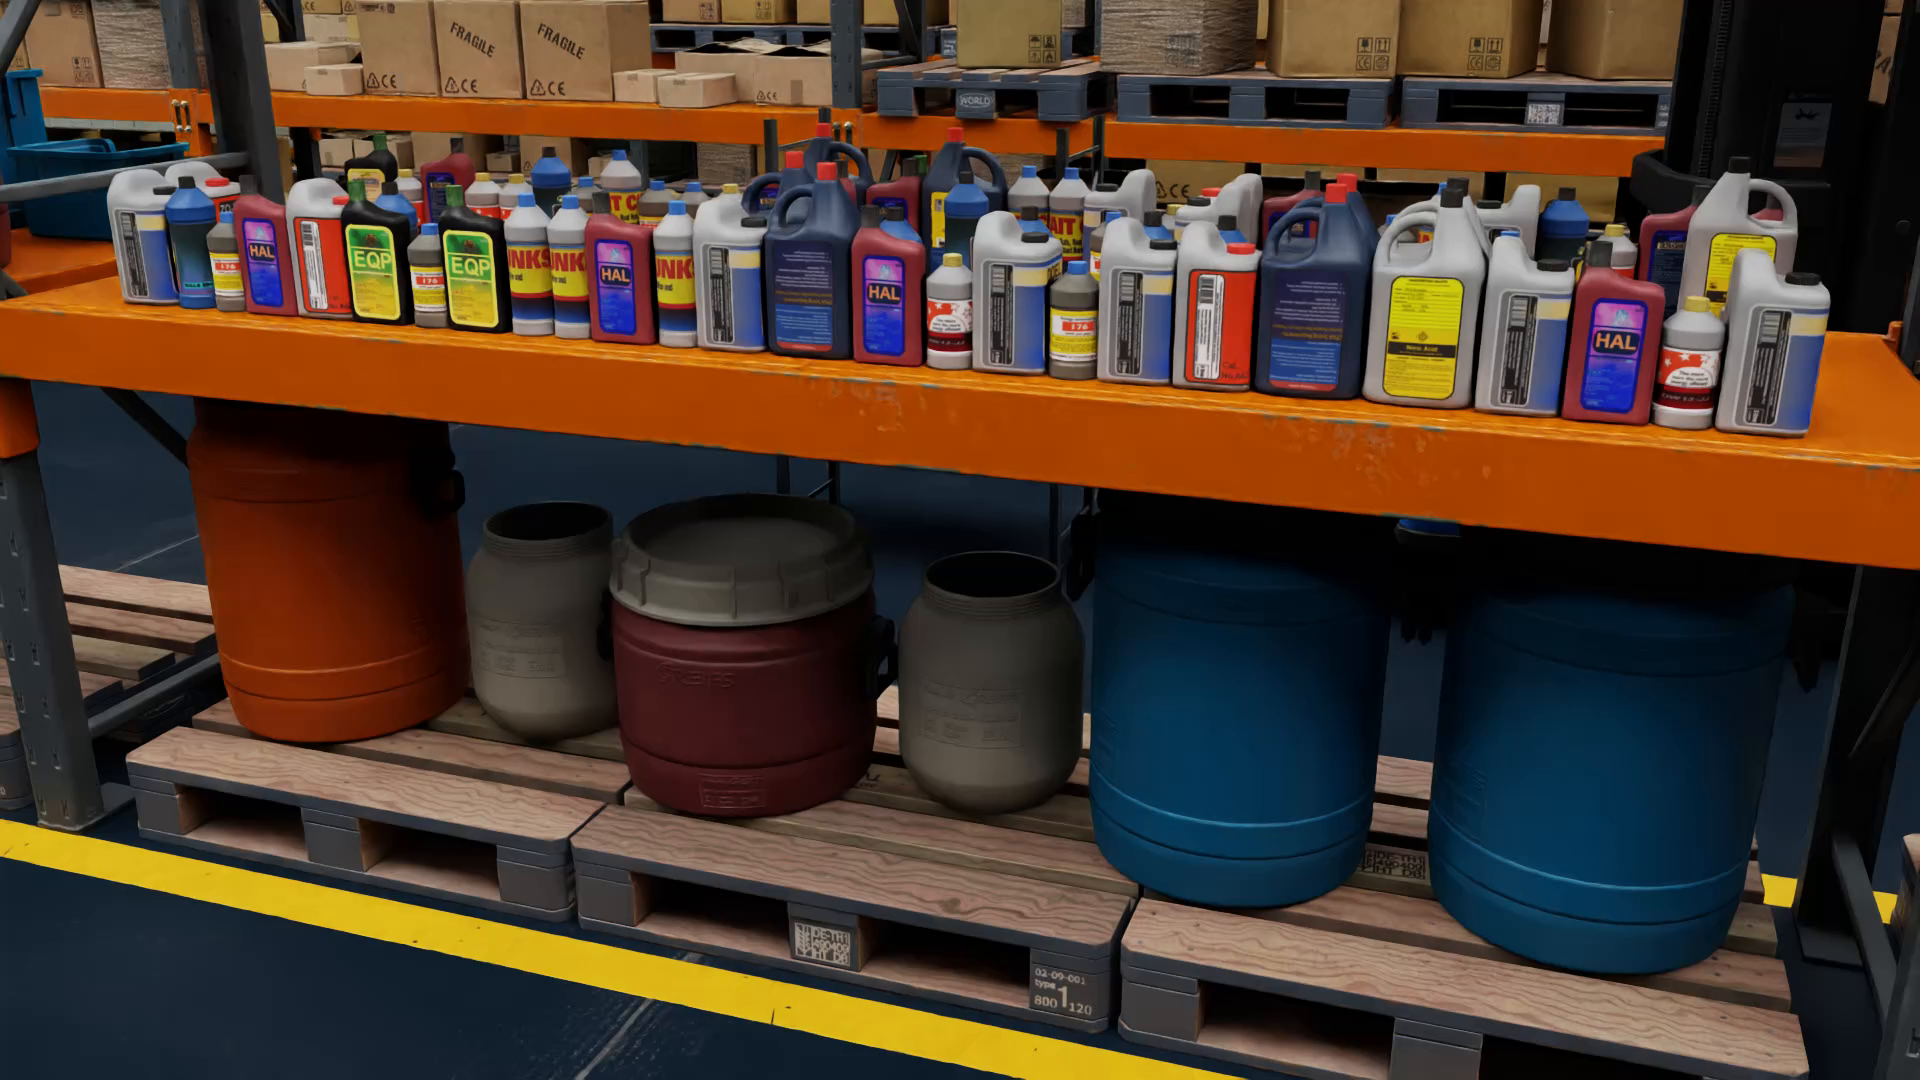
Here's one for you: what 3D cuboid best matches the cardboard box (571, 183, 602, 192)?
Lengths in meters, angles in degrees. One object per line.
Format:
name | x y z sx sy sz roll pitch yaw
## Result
cardboard box | -2.262 -1.880 9.601 0.500 0.311 0.500 6 20 17

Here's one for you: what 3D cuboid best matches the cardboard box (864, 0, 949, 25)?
cardboard box | -0.408 -4.373 13.245 0.500 0.500 0.700 7 20 18

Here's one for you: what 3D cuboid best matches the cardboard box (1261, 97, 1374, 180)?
cardboard box | 2.701 -2.909 12.494 0.750 0.750 0.750 6 20 18

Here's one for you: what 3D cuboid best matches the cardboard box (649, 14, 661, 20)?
cardboard box | -2.928 -4.431 14.429 0.500 0.250 0.500 7 20 19

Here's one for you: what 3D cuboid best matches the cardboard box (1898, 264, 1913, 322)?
cardboard box | 4.012 -1.024 7.587 0.500 0.500 0.500 7 20 18

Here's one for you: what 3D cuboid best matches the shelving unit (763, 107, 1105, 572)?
shelving unit | -0.081 -0.717 5.856 1.048 1.500 0.538 7 20 18

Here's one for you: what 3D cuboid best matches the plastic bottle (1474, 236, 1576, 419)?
plastic bottle | 0.928 -0.354 2.722 0.135 0.276 0.152 7 20 18

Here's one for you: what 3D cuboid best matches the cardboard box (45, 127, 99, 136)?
cardboard box | -5.930 -2.397 10.797 0.500 0.500 0.500 7 20 18

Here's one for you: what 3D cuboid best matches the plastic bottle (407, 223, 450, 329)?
plastic bottle | -1.061 -0.536 3.359 0.097 0.201 0.097 0 19 0

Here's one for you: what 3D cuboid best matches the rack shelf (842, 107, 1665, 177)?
rack shelf | 1.491 -1.847 7.910 4.000 0.370 1.077 7 20 18

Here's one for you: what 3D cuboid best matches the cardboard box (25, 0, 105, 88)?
cardboard box | -5.098 -2.983 9.924 0.500 0.500 0.700 6 20 17

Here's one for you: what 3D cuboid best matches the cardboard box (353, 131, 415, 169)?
cardboard box | -5.170 -3.581 15.209 0.500 0.311 0.500 8 21 23

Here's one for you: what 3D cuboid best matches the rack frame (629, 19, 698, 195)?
rack frame | -2.555 -4.375 14.070 0.127 3.000 1.000 7 20 18

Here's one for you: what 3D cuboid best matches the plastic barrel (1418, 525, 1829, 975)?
plastic barrel | 1.243 0.298 3.215 0.708 0.901 0.600 7 20 18

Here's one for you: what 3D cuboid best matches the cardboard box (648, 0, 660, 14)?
cardboard box | -2.930 -4.784 14.300 0.500 0.500 0.500 6 20 17

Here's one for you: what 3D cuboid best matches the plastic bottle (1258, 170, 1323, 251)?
plastic bottle | 0.706 -0.644 3.543 0.133 0.283 0.061 7 20 18

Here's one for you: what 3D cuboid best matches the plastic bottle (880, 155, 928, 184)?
plastic bottle | -0.125 -0.739 3.816 0.133 0.283 0.061 7 20 18

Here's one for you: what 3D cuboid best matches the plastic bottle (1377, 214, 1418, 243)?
plastic bottle | 0.901 -0.576 3.474 0.097 0.201 0.097 0 19 0

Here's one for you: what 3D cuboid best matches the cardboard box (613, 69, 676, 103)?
cardboard box | -1.621 -2.404 8.797 0.250 0.149 0.380 8 21 22

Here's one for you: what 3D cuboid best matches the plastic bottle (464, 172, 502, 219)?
plastic bottle | -1.184 -0.815 4.158 0.097 0.201 0.097 0 19 0

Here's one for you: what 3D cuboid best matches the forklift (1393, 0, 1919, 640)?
forklift | 2.952 -1.180 5.007 3.031 2.935 1.130 4 20 11

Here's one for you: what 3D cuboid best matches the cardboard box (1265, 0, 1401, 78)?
cardboard box | 1.691 -2.388 7.579 0.500 0.500 0.700 1 19 4

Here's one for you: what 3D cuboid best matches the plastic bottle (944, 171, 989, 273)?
plastic bottle | 0.014 -0.661 3.610 0.097 0.271 0.097 0 19 0

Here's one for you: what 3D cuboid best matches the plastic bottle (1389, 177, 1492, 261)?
plastic bottle | 0.823 -0.450 2.884 0.185 0.351 0.144 7 20 18

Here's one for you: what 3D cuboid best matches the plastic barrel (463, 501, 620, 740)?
plastic barrel | -0.997 0.194 4.103 0.421 0.512 0.421 0 19 0

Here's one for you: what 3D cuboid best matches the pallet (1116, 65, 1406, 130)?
pallet | 1.440 -2.103 7.844 1.213 0.211 1.003 7 20 18

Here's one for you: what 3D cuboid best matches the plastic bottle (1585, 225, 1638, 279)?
plastic bottle | 1.304 -0.530 3.342 0.097 0.201 0.097 0 19 0

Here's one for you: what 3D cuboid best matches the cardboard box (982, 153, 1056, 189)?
cardboard box | 0.527 -3.032 13.347 0.500 0.500 0.700 7 20 19

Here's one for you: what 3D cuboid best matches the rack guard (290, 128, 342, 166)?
rack guard | -6.261 -3.619 15.698 0.348 0.500 1.175 7 20 18

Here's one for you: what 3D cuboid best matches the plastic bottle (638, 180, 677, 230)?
plastic bottle | -0.724 -0.762 4.008 0.097 0.201 0.097 0 19 0

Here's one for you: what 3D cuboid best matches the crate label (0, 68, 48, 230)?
crate label | -2.877 -1.071 4.537 0.616 0.435 0.502 7 20 18

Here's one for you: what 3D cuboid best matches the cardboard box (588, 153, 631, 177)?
cardboard box | -3.070 -3.293 14.603 0.250 0.166 0.380 4 20 11

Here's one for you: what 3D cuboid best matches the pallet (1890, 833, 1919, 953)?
pallet | 2.459 0.953 3.020 1.213 0.211 1.003 7 20 18

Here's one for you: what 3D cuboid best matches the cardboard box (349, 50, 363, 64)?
cardboard box | -3.286 -2.733 9.564 0.258 0.266 0.396 6 20 17

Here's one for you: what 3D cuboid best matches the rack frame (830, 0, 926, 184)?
rack frame | -0.398 -2.402 8.411 0.127 3.000 1.000 7 20 18

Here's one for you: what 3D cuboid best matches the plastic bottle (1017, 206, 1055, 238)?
plastic bottle | 0.129 -0.486 3.110 0.097 0.271 0.097 0 19 0

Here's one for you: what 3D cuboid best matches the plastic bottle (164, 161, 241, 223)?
plastic bottle | -1.675 -0.704 3.728 0.135 0.276 0.152 7 20 18

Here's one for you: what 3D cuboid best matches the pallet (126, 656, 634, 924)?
pallet | -1.269 0.526 4.246 1.213 0.211 1.003 7 20 18

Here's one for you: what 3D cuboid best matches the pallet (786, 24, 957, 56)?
pallet | -0.659 -4.054 13.439 1.213 0.211 1.003 7 20 18

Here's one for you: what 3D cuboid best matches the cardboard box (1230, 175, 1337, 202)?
cardboard box | 1.585 -1.642 8.219 0.500 0.250 0.500 6 20 17

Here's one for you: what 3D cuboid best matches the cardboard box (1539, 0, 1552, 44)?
cardboard box | 3.998 -3.732 11.590 0.500 0.500 0.500 7 20 19

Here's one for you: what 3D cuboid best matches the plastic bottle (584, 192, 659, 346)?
plastic bottle | -0.648 -0.521 3.192 0.133 0.283 0.061 7 20 18

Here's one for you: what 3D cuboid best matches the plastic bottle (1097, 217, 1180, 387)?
plastic bottle | 0.324 -0.423 2.920 0.135 0.276 0.152 7 20 18

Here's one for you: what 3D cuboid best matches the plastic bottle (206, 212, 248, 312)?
plastic bottle | -1.532 -0.590 3.514 0.097 0.201 0.097 0 19 0

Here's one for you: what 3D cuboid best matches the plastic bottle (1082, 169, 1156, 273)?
plastic bottle | 0.345 -0.666 3.617 0.135 0.276 0.152 7 20 18

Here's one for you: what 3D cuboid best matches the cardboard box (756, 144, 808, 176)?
cardboard box | -1.349 -3.288 14.081 0.500 0.500 0.700 6 20 17

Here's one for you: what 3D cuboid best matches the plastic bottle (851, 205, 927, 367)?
plastic bottle | -0.128 -0.462 3.022 0.133 0.283 0.061 7 20 18

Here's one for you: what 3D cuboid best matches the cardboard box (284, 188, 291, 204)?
cardboard box | -3.868 -1.877 9.592 0.500 0.311 0.500 7 20 18

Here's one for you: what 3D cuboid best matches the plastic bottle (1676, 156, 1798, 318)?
plastic bottle | 1.487 -0.551 3.173 0.185 0.351 0.144 7 20 18
